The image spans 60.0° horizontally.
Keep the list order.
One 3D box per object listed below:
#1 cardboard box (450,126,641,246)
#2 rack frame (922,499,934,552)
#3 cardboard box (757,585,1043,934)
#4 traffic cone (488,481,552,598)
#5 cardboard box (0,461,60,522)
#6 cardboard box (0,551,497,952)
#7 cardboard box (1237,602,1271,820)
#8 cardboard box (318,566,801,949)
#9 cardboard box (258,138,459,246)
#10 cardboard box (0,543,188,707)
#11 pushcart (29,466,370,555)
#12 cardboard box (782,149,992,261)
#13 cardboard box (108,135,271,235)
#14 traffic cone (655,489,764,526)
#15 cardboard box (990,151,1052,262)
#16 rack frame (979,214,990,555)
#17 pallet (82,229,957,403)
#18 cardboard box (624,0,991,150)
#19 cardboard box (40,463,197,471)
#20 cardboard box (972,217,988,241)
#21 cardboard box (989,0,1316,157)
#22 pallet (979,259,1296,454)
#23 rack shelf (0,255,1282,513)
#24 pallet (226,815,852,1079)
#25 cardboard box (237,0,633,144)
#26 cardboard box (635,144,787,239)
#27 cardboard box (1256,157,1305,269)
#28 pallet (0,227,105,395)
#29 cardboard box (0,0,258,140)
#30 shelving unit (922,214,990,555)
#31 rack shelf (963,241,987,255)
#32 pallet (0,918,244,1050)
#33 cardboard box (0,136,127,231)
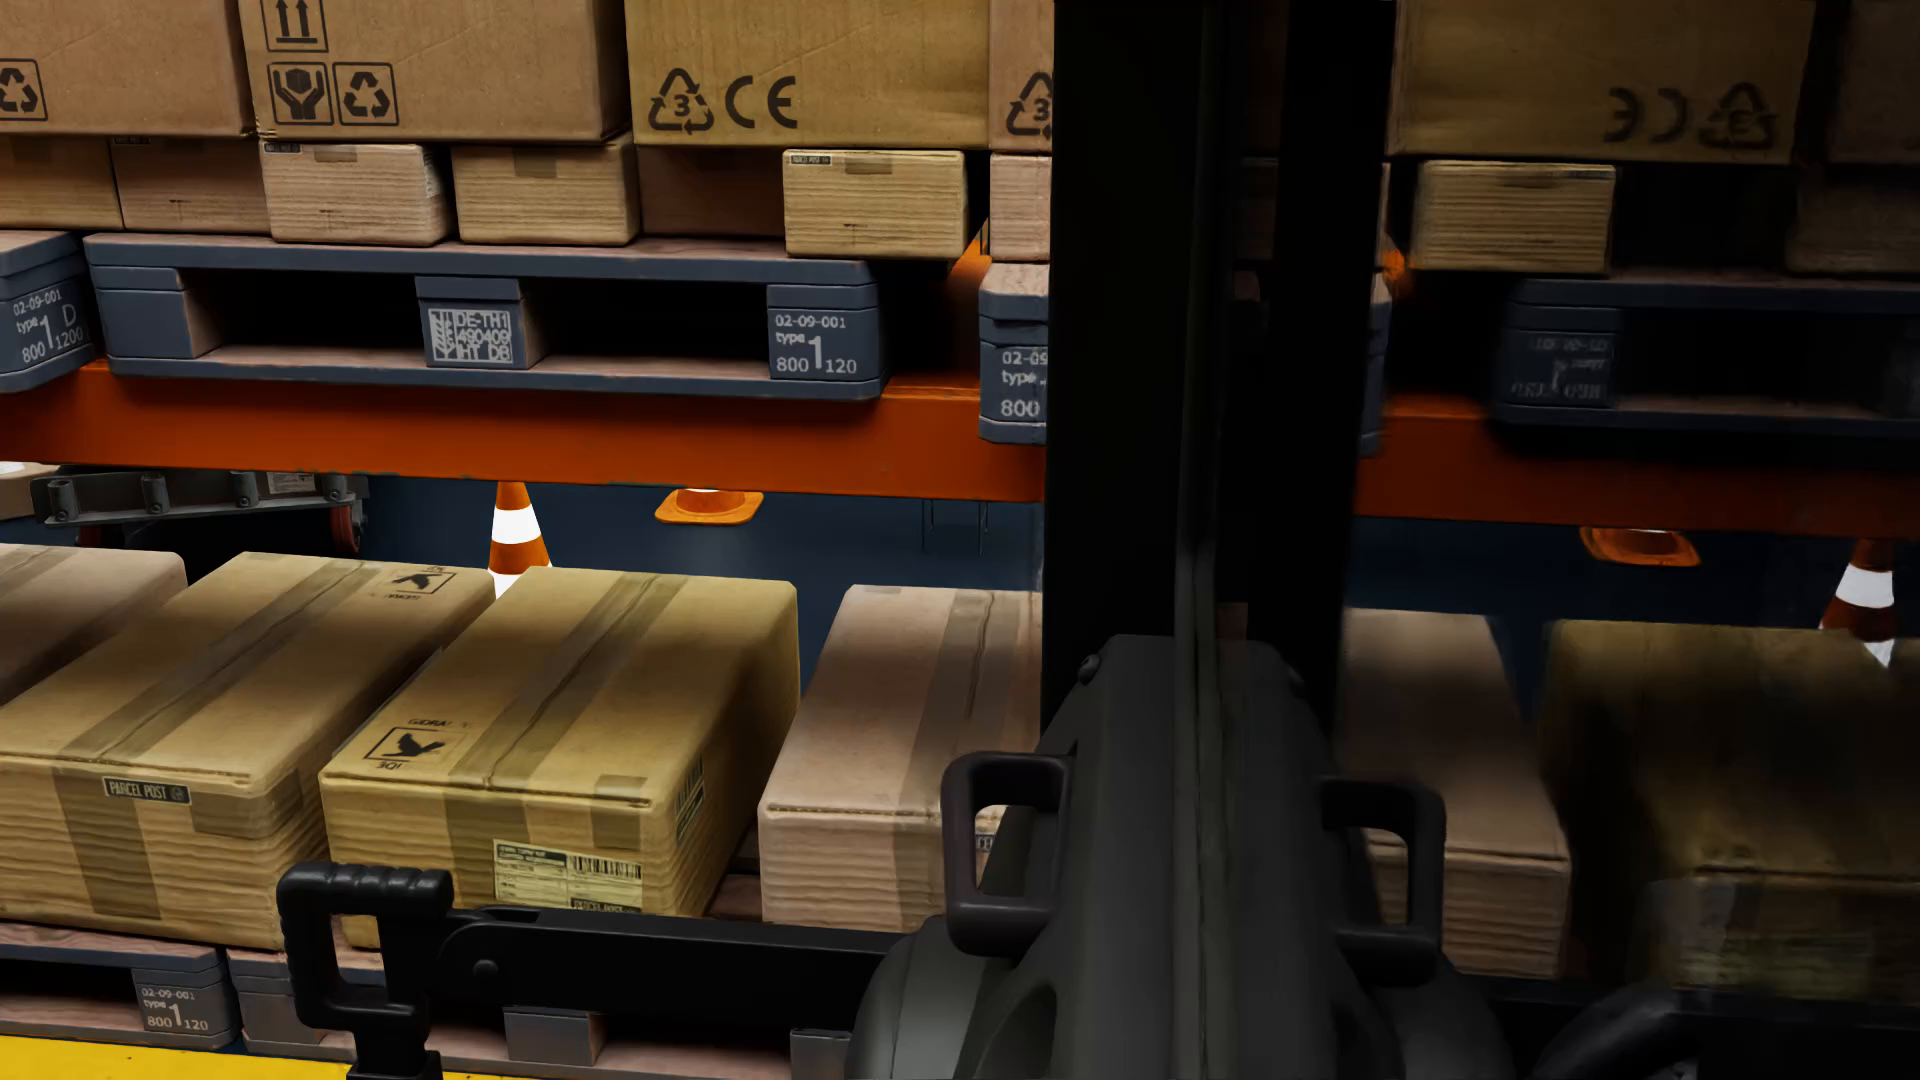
[{"bbox_3d":[-0.590,-0.567,2.564,0.250,0.149,0.380,2,22,5],"label":"cardboard box"},{"bbox_3d":[-0.105,-0.563,5.231,0.006,1.200,0.240,2,22,6],"label":"rack frame"},{"bbox_3d":[0.017,0.448,3.230,0.625,0.372,0.950,2,22,5],"label":"cardboard box"},{"bbox_3d":[-1.265,0.027,4.741,0.334,0.463,0.336,2,22,6],"label":"traffic cone"},{"bbox_3d":[-3.218,-0.242,5.692,0.396,0.266,0.258,-14,25,-31],"label":"cardboard box"},{"bbox_3d":[-1.426,0.383,3.393,0.625,0.372,0.950,4,22,10],"label":"cardboard box"},{"bbox_3d":[0.751,0.477,3.157,0.625,0.372,0.950,1,22,3],"label":"cardboard box"},{"bbox_3d":[-0.735,0.413,3.319,0.625,0.372,0.950,3,22,8],"label":"cardboard box"},{"bbox_3d":[-0.858,-0.568,2.566,0.250,0.149,0.380,3,22,8],"label":"cardboard box"},{"bbox_3d":[-2.140,0.354,3.469,0.625,0.372,0.950,3,22,7],"label":"cardboard box"},{"bbox_3d":[-2.442,-0.310,5.711,0.936,0.377,1.648,-5,22,-12],"label":"pushcart"},{"bbox_3d":[-0.096,-0.529,2.469,0.250,0.149,0.380,3,22,7],"label":"cardboard box"},{"bbox_3d":[-1.116,-0.598,2.643,0.250,0.149,0.380,3,22,7],"label":"cardboard box"},{"bbox_3d":[-0.859,-0.325,5.633,0.334,0.463,0.336,2,22,6],"label":"traffic cone"},{"bbox_3d":[0.179,-0.522,2.451,0.250,0.149,0.380,1,22,4],"label":"cardboard box"},{"bbox_3d":[0.076,-0.555,5.211,0.006,1.200,0.240,2,22,6],"label":"rack frame"},{"bbox_3d":[-0.660,-0.503,2.894,1.213,0.211,1.003,2,22,6],"label":"pallet"},{"bbox_3d":[-0.189,-0.860,2.423,0.500,0.500,0.500,1,22,3],"label":"cardboard box"},{"bbox_3d":[-2.481,-0.536,5.085,0.500,0.500,0.500,2,22,6],"label":"cardboard box"},{"bbox_3d":[0.331,-1.578,7.841,0.750,0.750,1.050,3,22,7],"label":"cardboard box"},{"bbox_3d":[0.312,-0.839,2.369,0.500,0.500,0.500,2,22,5],"label":"cardboard box"},{"bbox_3d":[0.591,-0.425,2.695,1.003,0.211,1.213,2,22,6],"label":"pallet"},{"bbox_3d":[-0.675,-0.274,3.031,4.000,0.370,1.077,2,22,6],"label":"rack shelf"},{"bbox_3d":[-0.673,0.687,3.416,1.213,0.211,1.003,2,22,6],"label":"pallet"},{"bbox_3d":[-0.731,-0.884,2.484,0.500,0.500,0.500,2,22,4],"label":"cardboard box"},{"bbox_3d":[-0.331,-0.586,2.612,0.250,0.149,0.380,3,22,7],"label":"cardboard box"},{"bbox_3d":[0.428,-0.508,2.416,0.250,0.149,0.380,2,22,6],"label":"cardboard box"},{"bbox_3d":[-1.919,-0.520,2.935,1.213,0.211,1.003,2,22,6],"label":"pallet"},{"bbox_3d":[-1.242,-0.902,2.530,0.500,0.500,0.500,2,22,6],"label":"cardboard box"},{"bbox_3d":[-0.014,-0.559,5.221,0.189,1.200,0.258,2,22,6],"label":"shelving unit"},{"bbox_3d":[-0.014,-0.852,5.105,0.180,0.103,0.258,2,22,6],"label":"rack shelf"},{"bbox_3d":[-1.888,0.635,3.547,1.213,0.211,1.003,2,22,6],"label":"pallet"},{"bbox_3d":[-1.362,-0.609,2.672,0.250,0.149,0.380,3,22,7],"label":"cardboard box"}]
